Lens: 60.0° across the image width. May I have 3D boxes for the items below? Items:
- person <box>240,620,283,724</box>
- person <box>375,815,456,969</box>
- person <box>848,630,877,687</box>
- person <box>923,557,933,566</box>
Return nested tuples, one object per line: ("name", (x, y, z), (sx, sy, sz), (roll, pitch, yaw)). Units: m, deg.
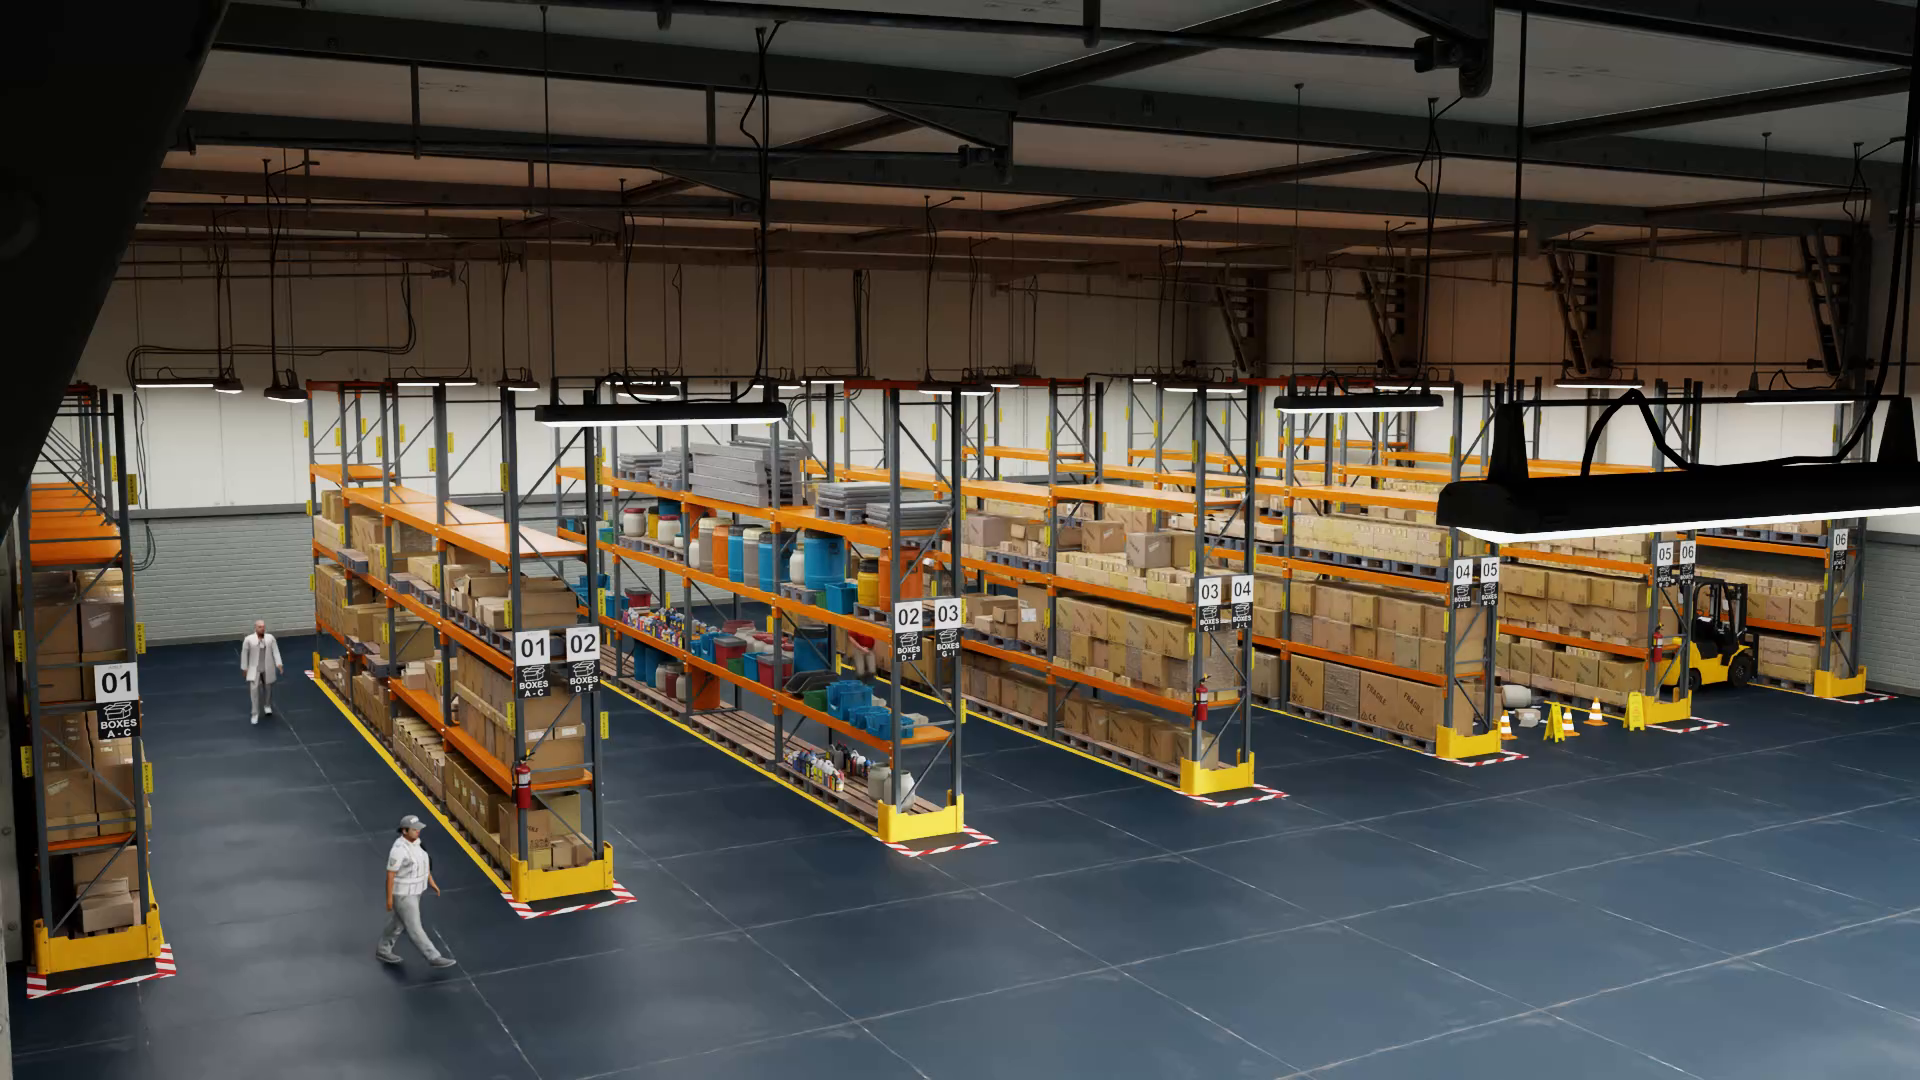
("person", (-12.428, 2.348, 29.591), (0.704, 1.677, 1.038), (-2, 6, -20))
("person", (-5.685, 3.663, 17.372), (1.038, 1.600, 0.521), (1, 6, 9))
("person", (-1.802, 2.091, 31.081), (0.651, 1.655, 0.746), (-2, 6, -20))
("person", (-0.956, 0.986, 42.118), (0.556, 1.722, 1.090), (0, 6, 3))
